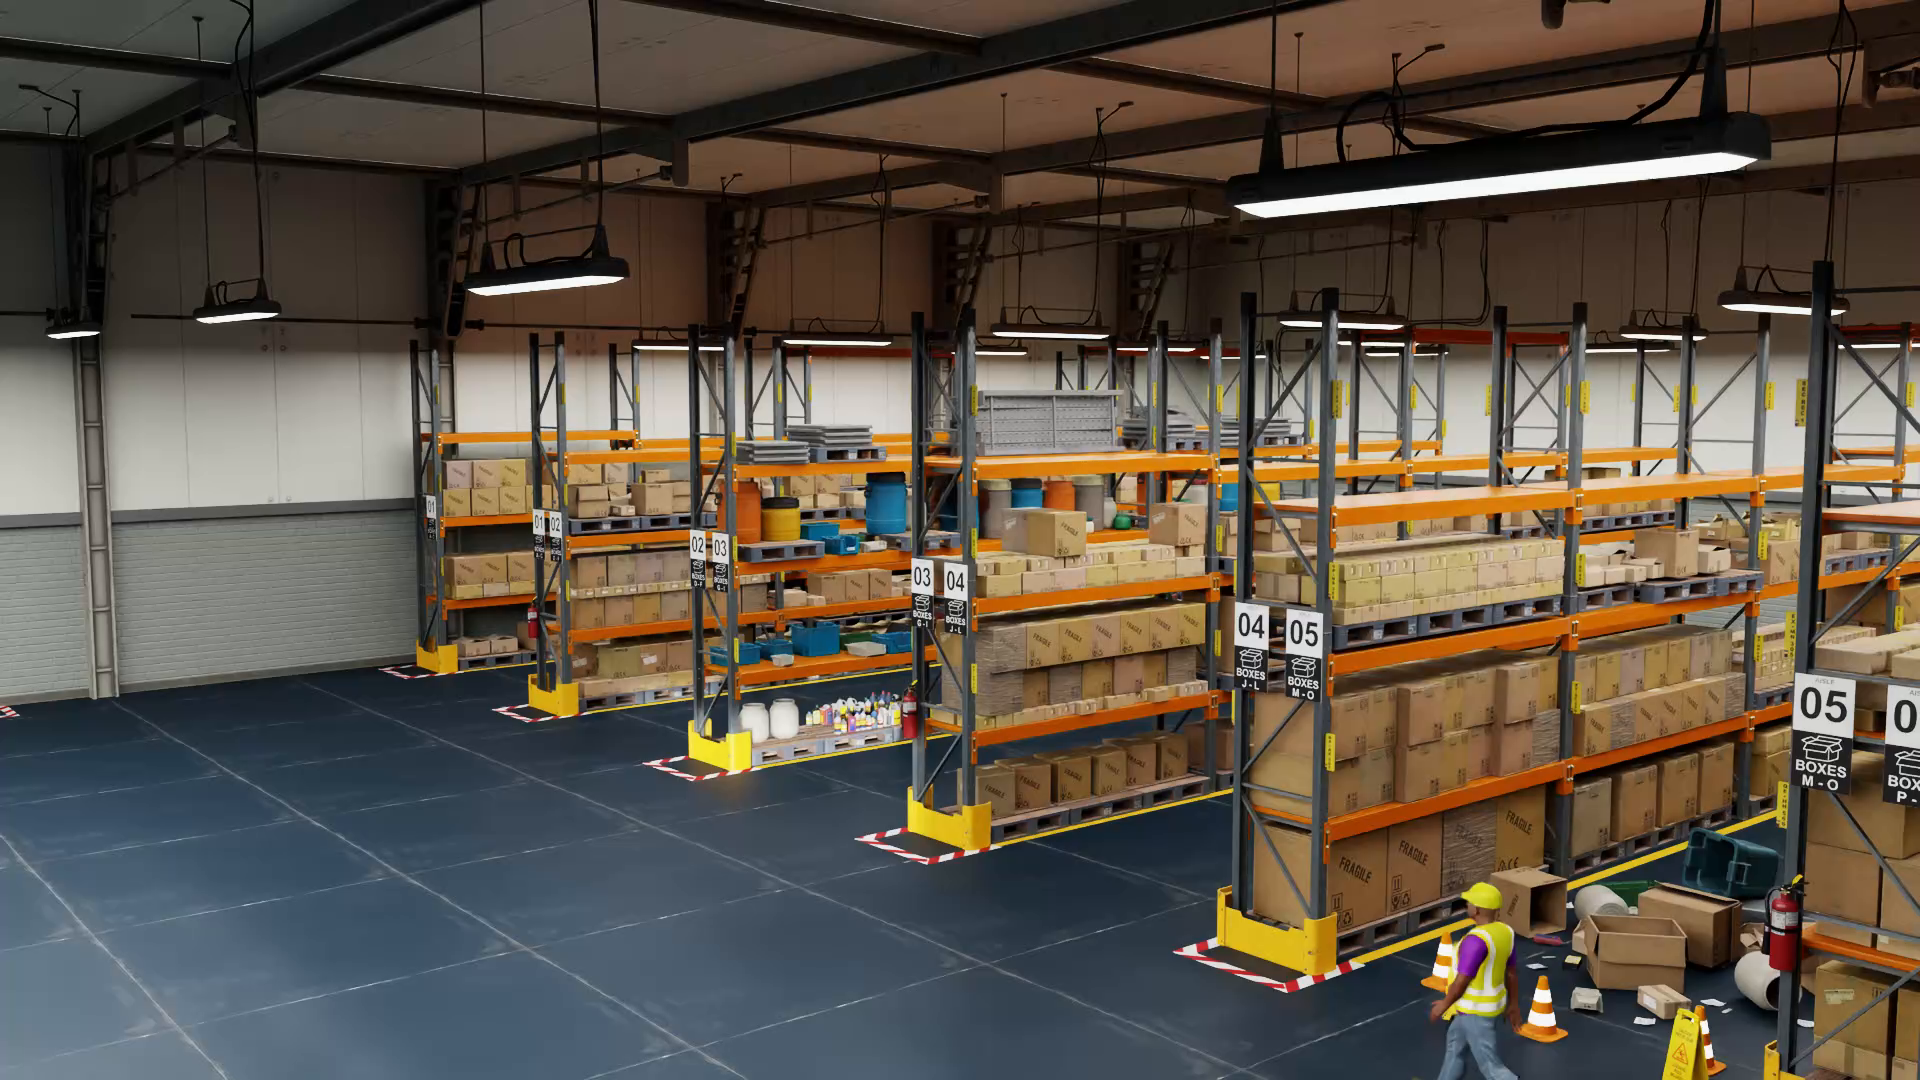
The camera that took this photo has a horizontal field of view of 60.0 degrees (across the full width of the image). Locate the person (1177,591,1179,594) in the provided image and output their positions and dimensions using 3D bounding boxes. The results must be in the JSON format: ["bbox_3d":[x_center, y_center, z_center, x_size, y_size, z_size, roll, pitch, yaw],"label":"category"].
[{"bbox_3d":[4.669,1.193,33.407,0.641,1.778,0.411,-2,6,-16],"label":"person"}]

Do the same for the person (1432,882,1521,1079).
[{"bbox_3d":[3.603,3.241,11.559,1.006,1.741,0.551,3,6,29],"label":"person"}]
